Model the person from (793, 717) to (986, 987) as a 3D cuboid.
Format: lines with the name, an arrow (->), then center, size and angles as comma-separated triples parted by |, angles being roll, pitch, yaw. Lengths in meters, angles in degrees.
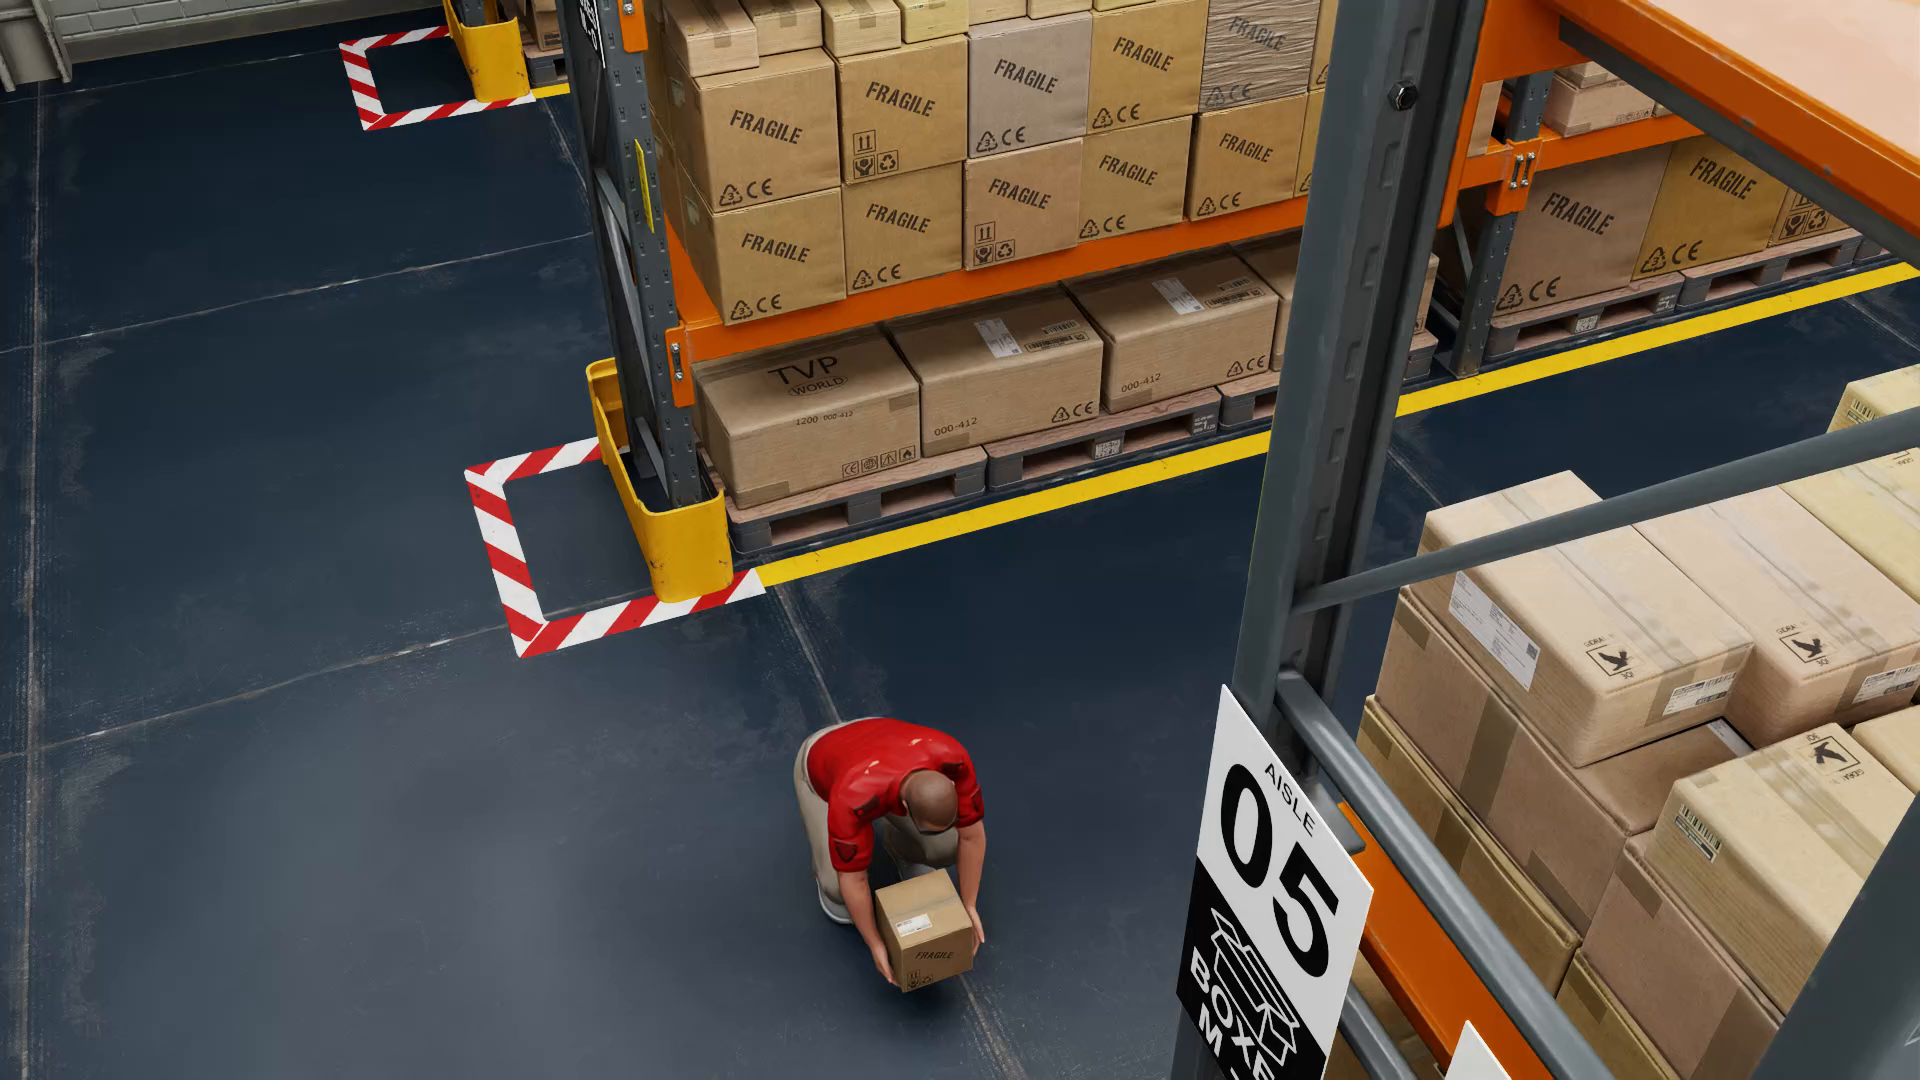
person -> -0.233, 0.951, 5.669 | 0.558, 0.978, 0.886 | -15, 44, -17
